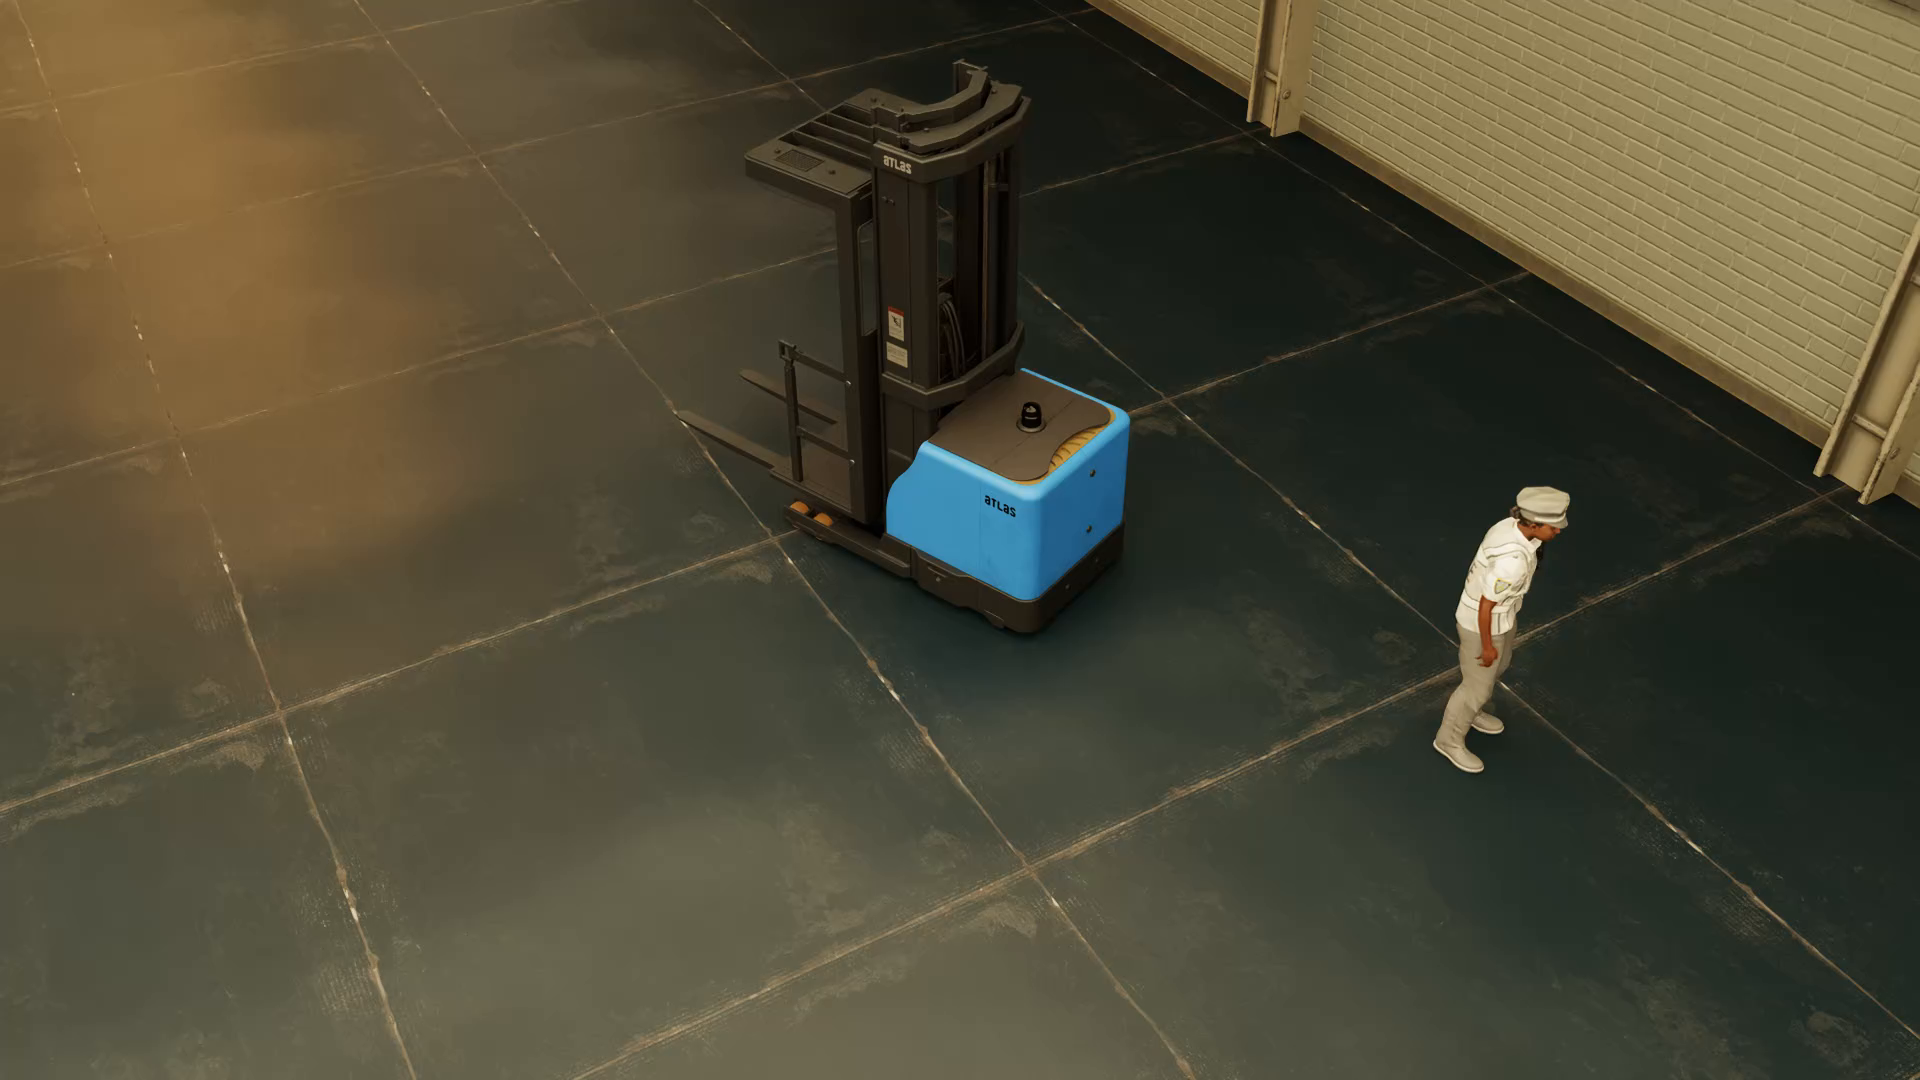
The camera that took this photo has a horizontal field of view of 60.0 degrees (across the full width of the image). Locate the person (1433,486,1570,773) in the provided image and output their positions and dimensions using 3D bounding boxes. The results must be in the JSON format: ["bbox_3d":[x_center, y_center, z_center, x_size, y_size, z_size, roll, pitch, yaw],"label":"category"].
[{"bbox_3d":[2.742,0.426,8.523,0.397,1.656,0.527,20,44,22],"label":"person"}]

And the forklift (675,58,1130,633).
[{"bbox_3d":[-0.481,-1.366,9.683,3.031,2.935,1.130,26,46,28],"label":"forklift"}]
